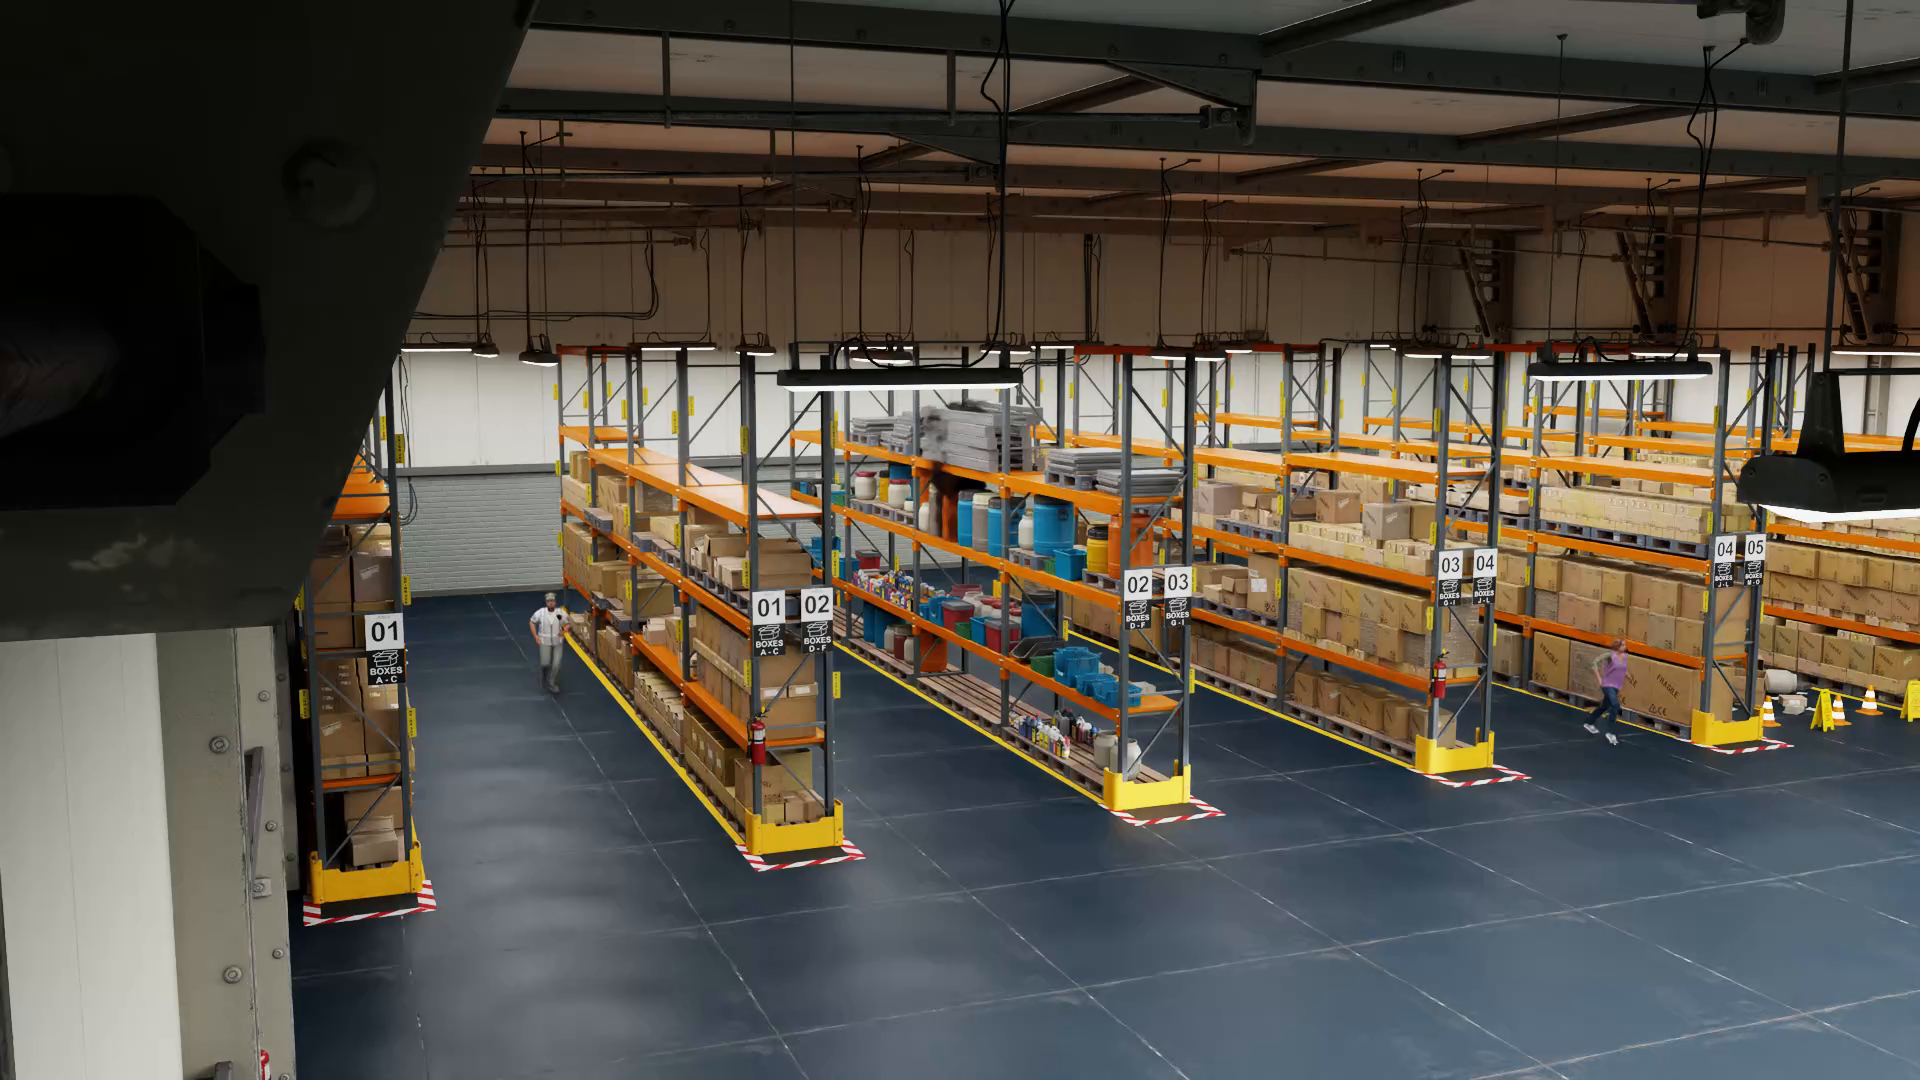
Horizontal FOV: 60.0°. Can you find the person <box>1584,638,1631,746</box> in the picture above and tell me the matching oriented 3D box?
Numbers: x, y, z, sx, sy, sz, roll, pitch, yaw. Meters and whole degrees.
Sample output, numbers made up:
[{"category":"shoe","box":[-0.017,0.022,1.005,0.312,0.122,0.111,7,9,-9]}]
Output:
[{"category":"person","box":[10.048,2.292,25.722,0.565,1.602,0.766,-4,8,-30]}]

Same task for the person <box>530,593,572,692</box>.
[{"category":"person","box":[-7.111,1.786,28.965,0.710,1.757,0.563,-2,8,-17]}]
